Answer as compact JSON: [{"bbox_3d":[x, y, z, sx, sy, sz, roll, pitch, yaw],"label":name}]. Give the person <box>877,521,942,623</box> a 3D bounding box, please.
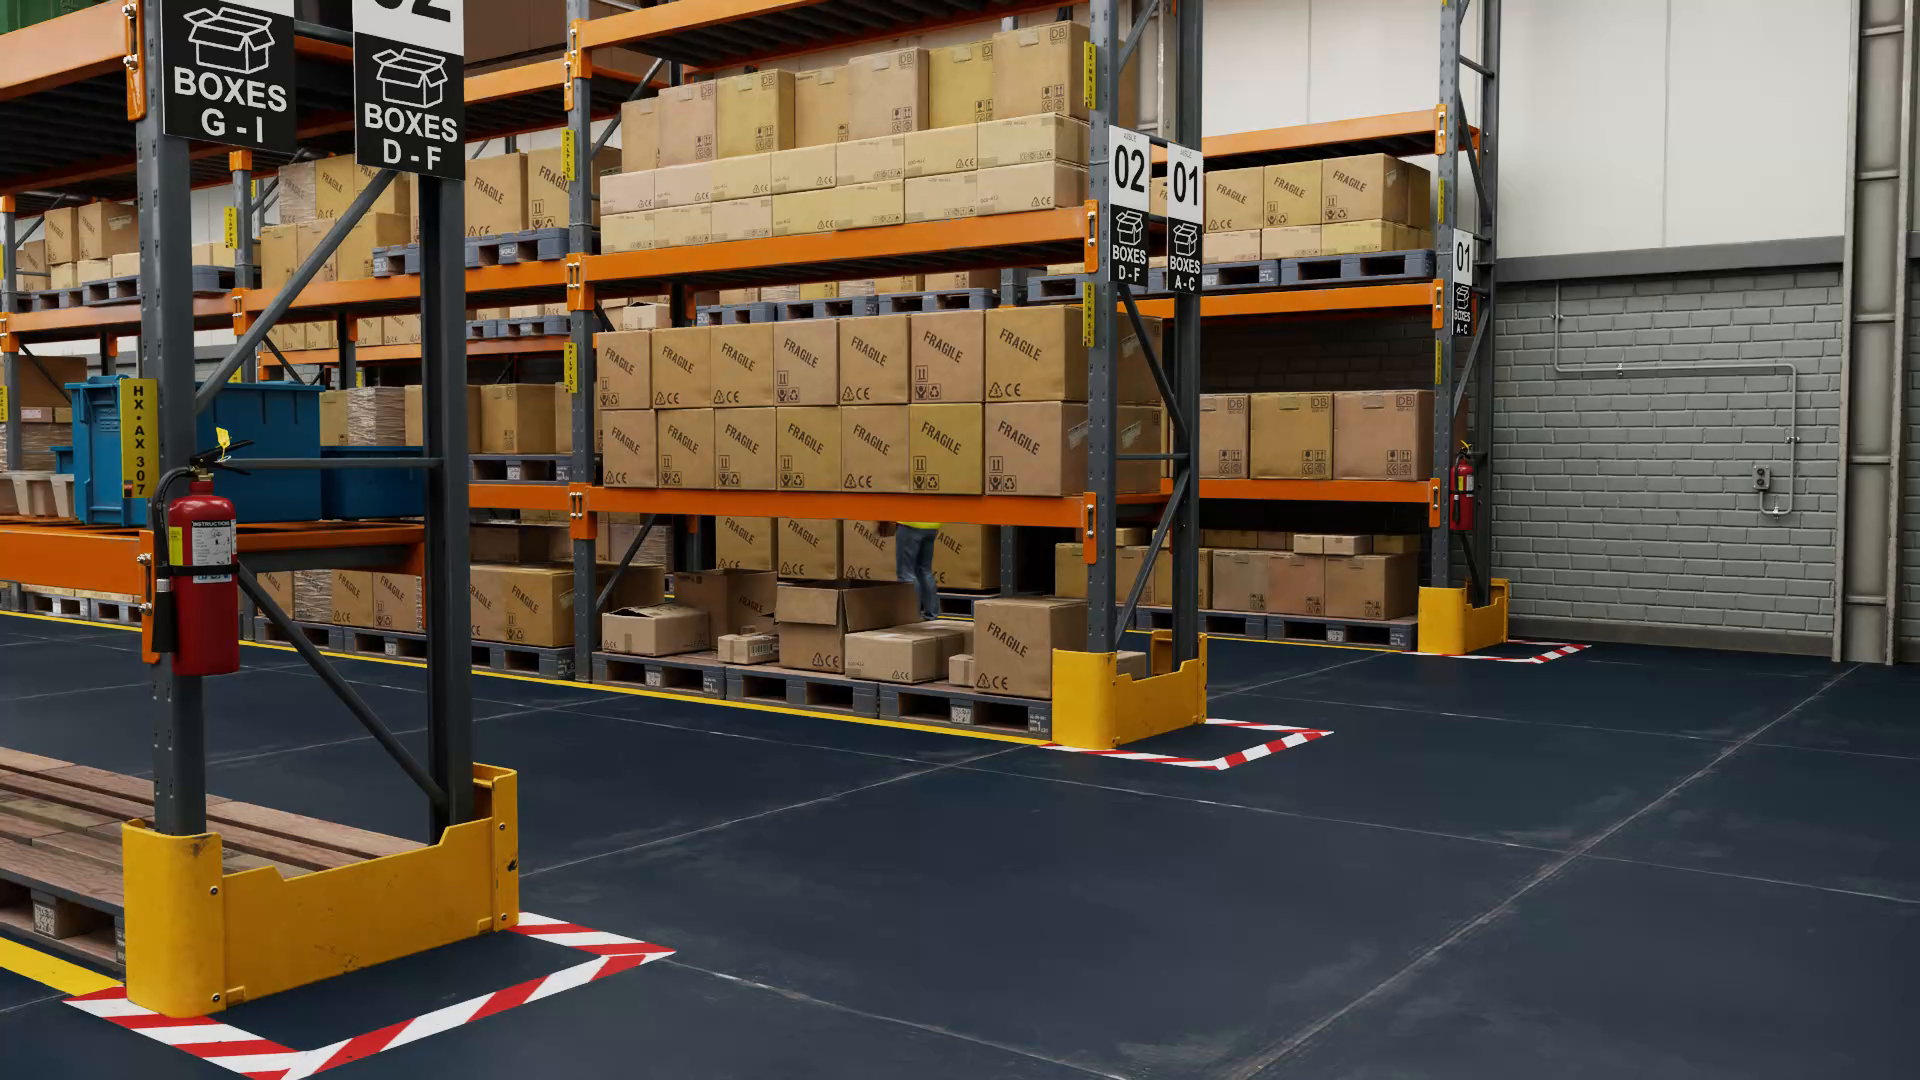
[{"bbox_3d":[-0.423,-0.119,14.339,0.520,1.769,0.558,2,4,36],"label":"person"}]
